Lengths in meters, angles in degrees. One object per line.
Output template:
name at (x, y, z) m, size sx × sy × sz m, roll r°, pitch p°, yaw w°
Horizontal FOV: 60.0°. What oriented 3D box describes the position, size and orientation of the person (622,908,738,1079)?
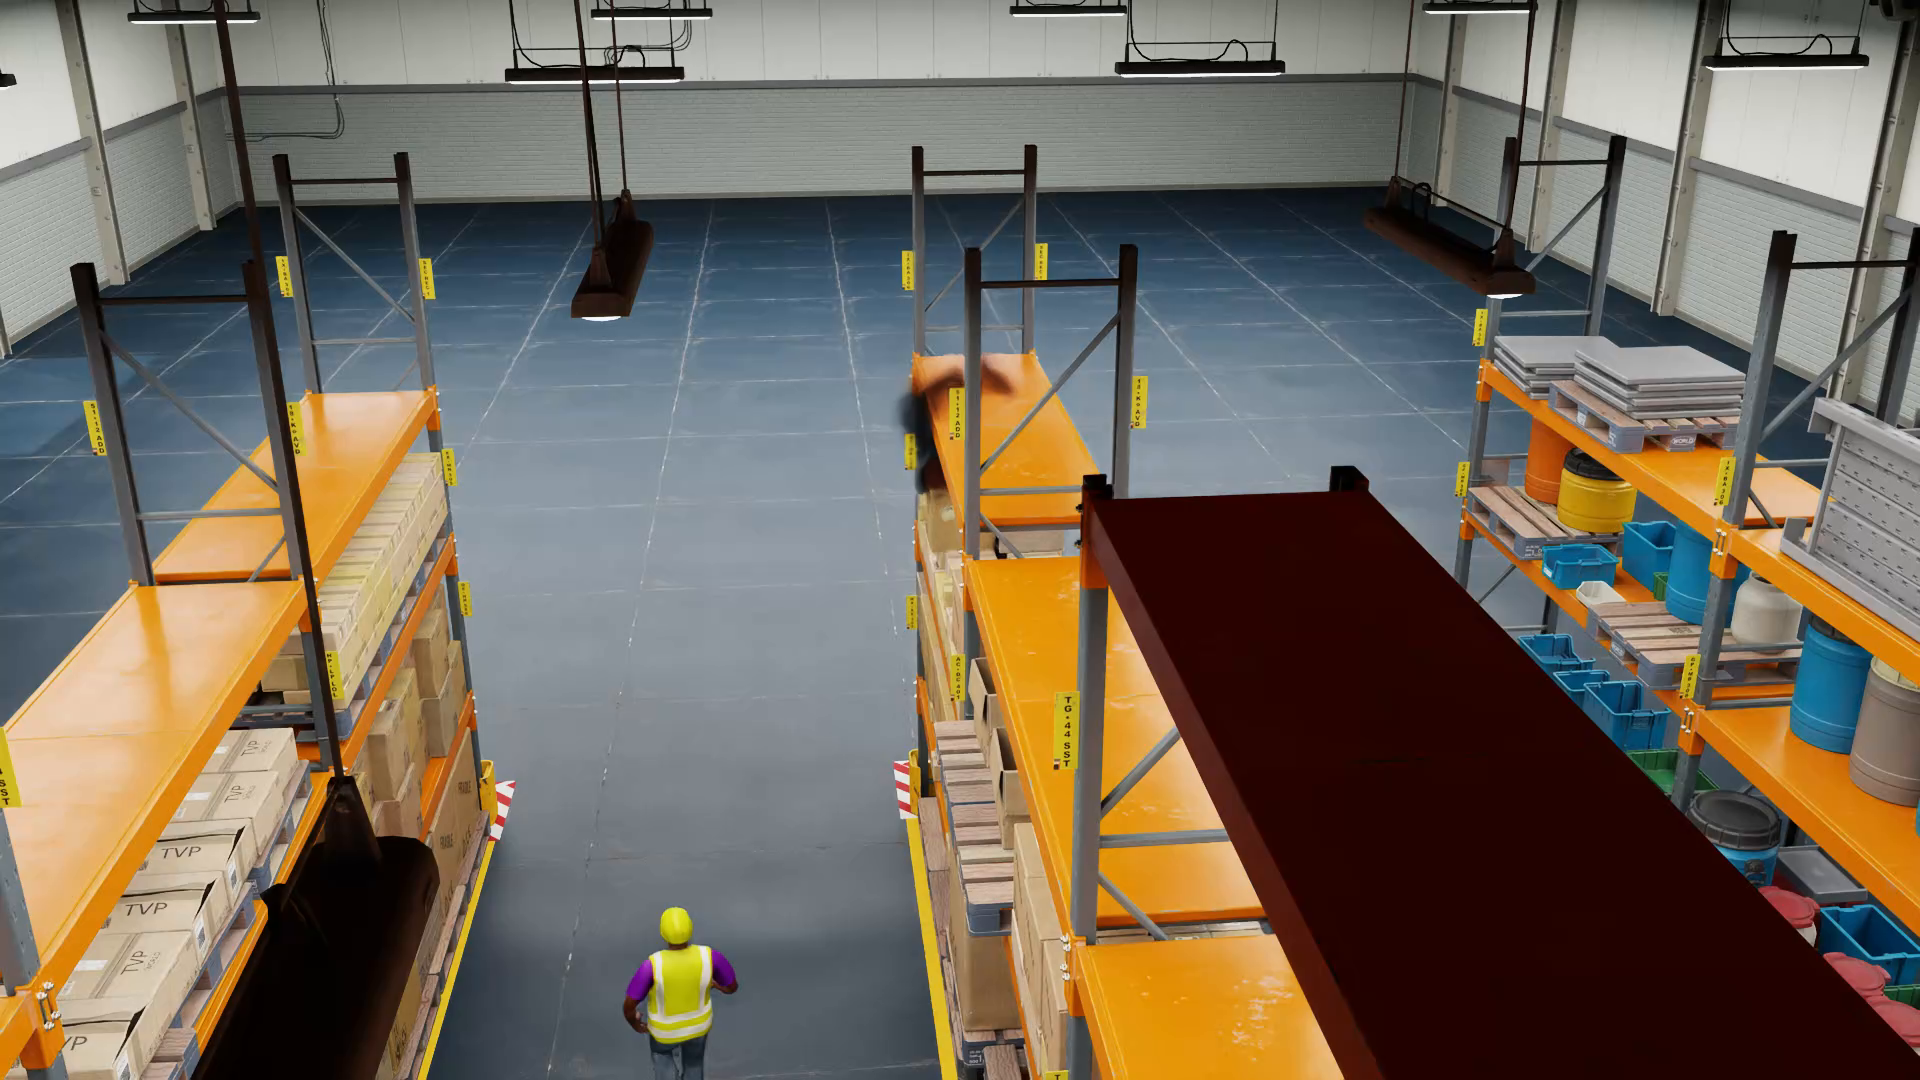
person at (-1.862, 3.177, 11.044) m, size 0.770 × 1.721 × 0.487 m, roll -7°, pitch 23°, yaw -17°
